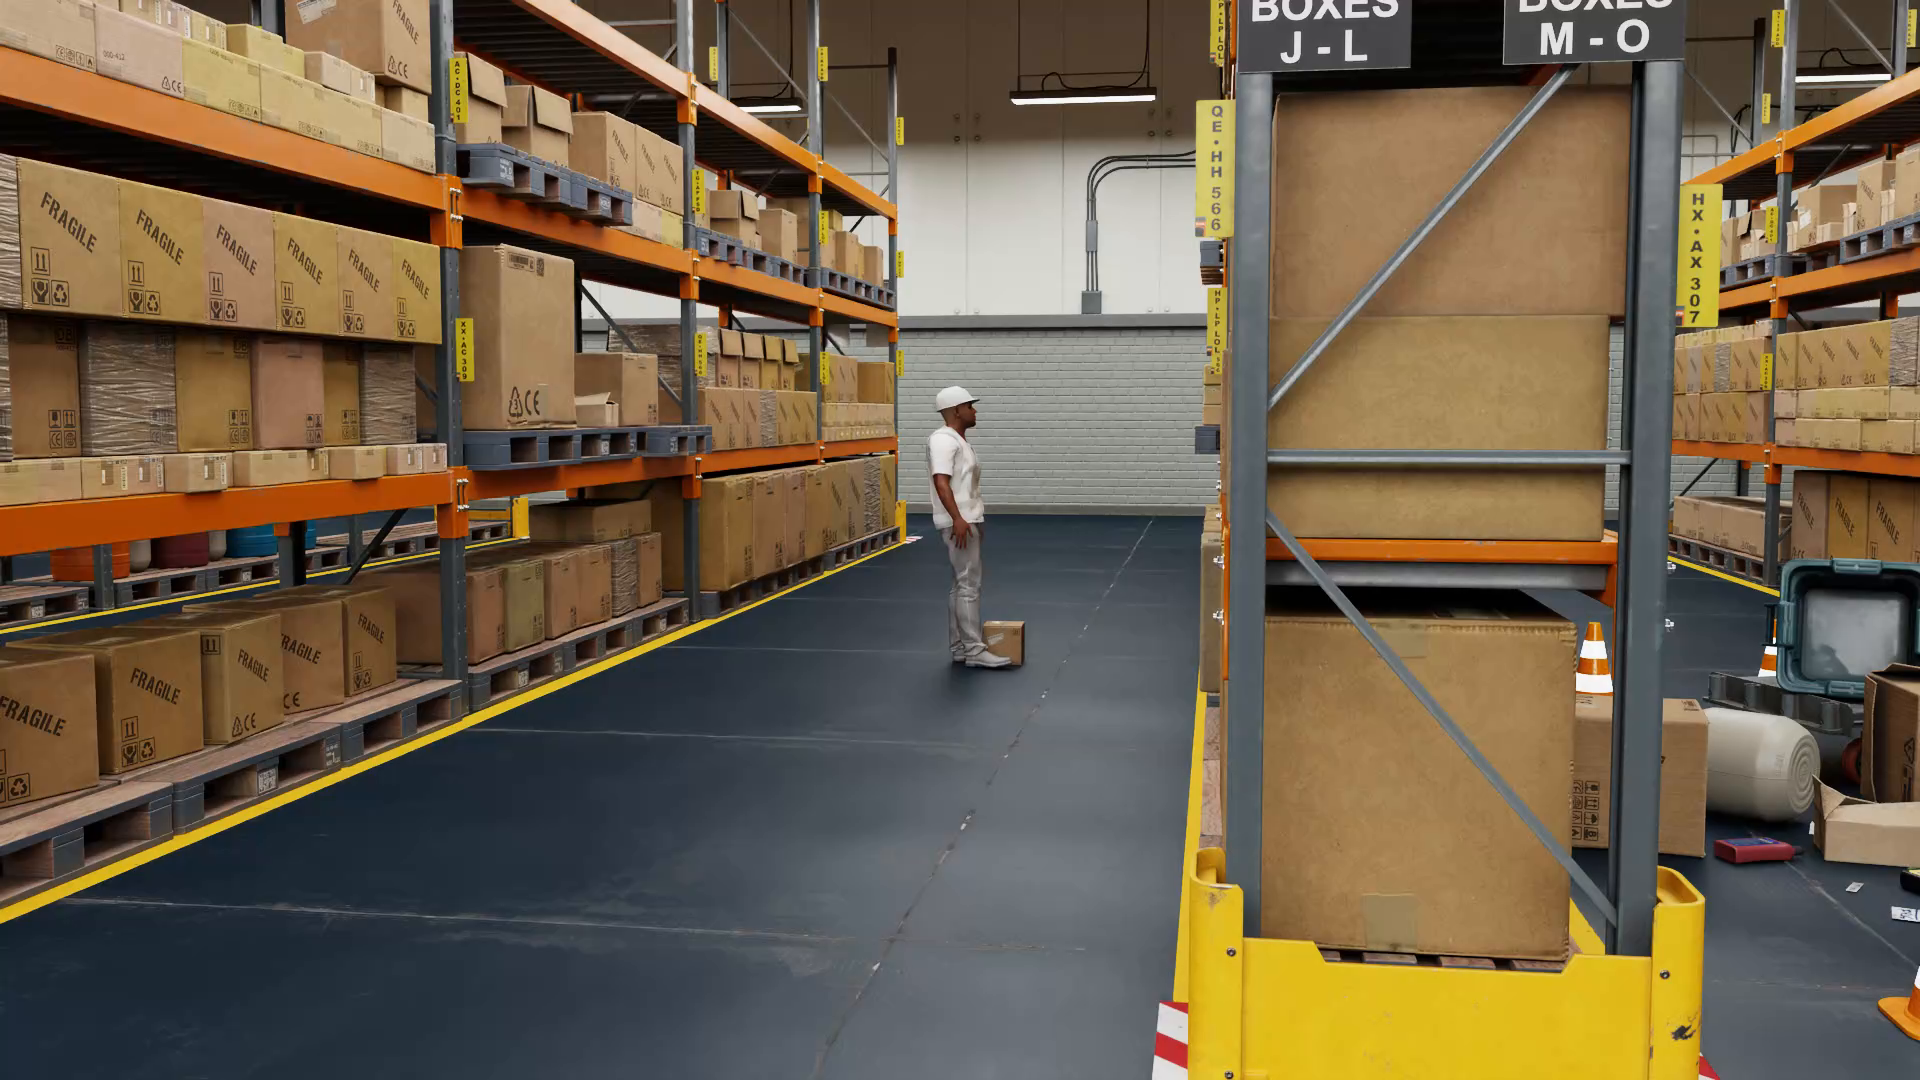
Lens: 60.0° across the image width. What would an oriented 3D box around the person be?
[{"bbox_3d":[0.081,-0.100,10.668,0.574,1.768,0.665,1,4,9],"label":"person"}]
